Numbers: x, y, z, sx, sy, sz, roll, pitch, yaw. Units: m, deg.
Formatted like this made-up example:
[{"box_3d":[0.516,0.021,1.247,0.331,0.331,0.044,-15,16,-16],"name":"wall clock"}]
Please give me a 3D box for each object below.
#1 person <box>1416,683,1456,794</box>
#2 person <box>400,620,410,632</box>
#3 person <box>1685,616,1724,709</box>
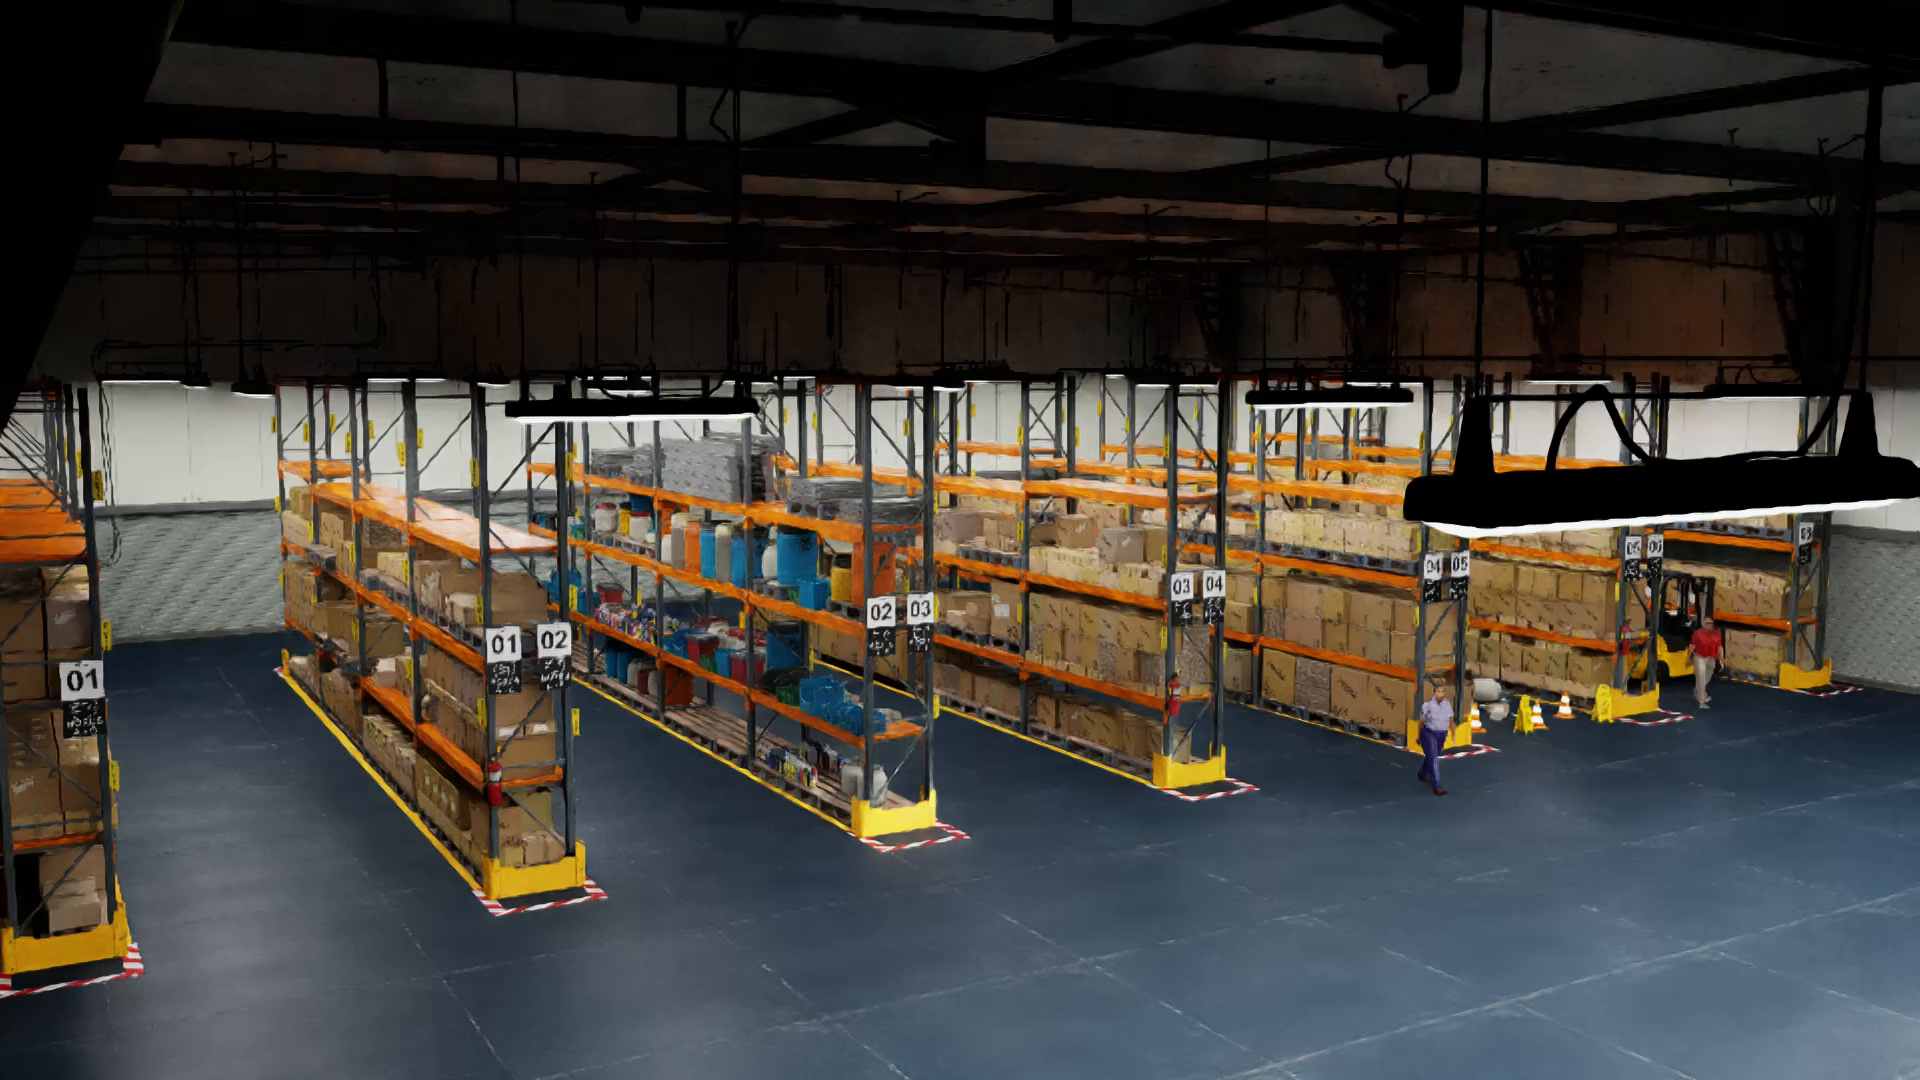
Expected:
[{"box_3d":[6.981,2.871,24.365,0.477,1.580,1.002,-2,7,-21],"name":"person"},{"box_3d":[-12.957,1.271,38.270,0.479,1.768,0.709,2,7,16],"name":"person"},{"box_3d":[13.538,2.192,30.243,0.605,1.680,0.988,0,6,-3],"name":"person"}]
